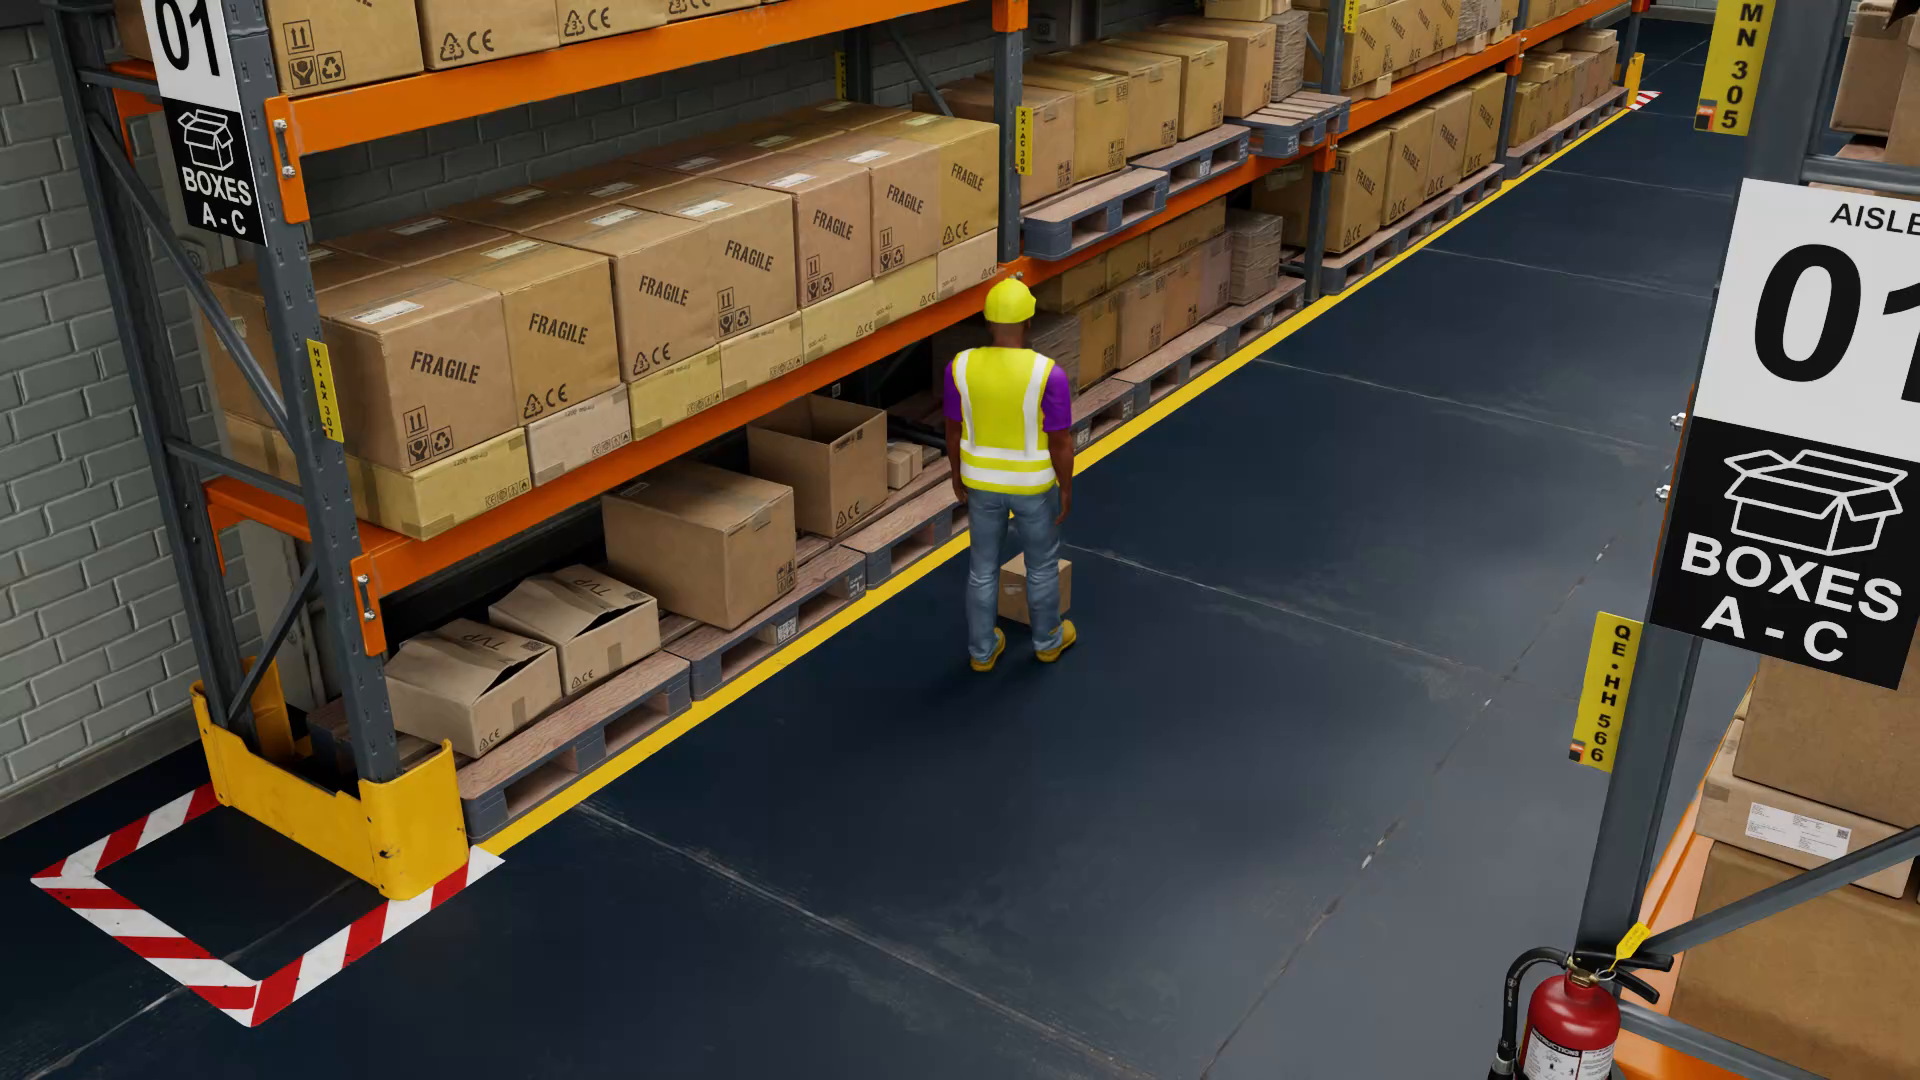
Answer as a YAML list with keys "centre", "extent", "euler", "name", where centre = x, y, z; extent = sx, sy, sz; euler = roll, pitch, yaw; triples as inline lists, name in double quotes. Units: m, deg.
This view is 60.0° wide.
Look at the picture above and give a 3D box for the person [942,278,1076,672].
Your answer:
- centre: [0.233, -0.285, 7.146]
  extent: [0.569, 1.771, 0.496]
  euler: [8, 28, 16]
  name: "person"
